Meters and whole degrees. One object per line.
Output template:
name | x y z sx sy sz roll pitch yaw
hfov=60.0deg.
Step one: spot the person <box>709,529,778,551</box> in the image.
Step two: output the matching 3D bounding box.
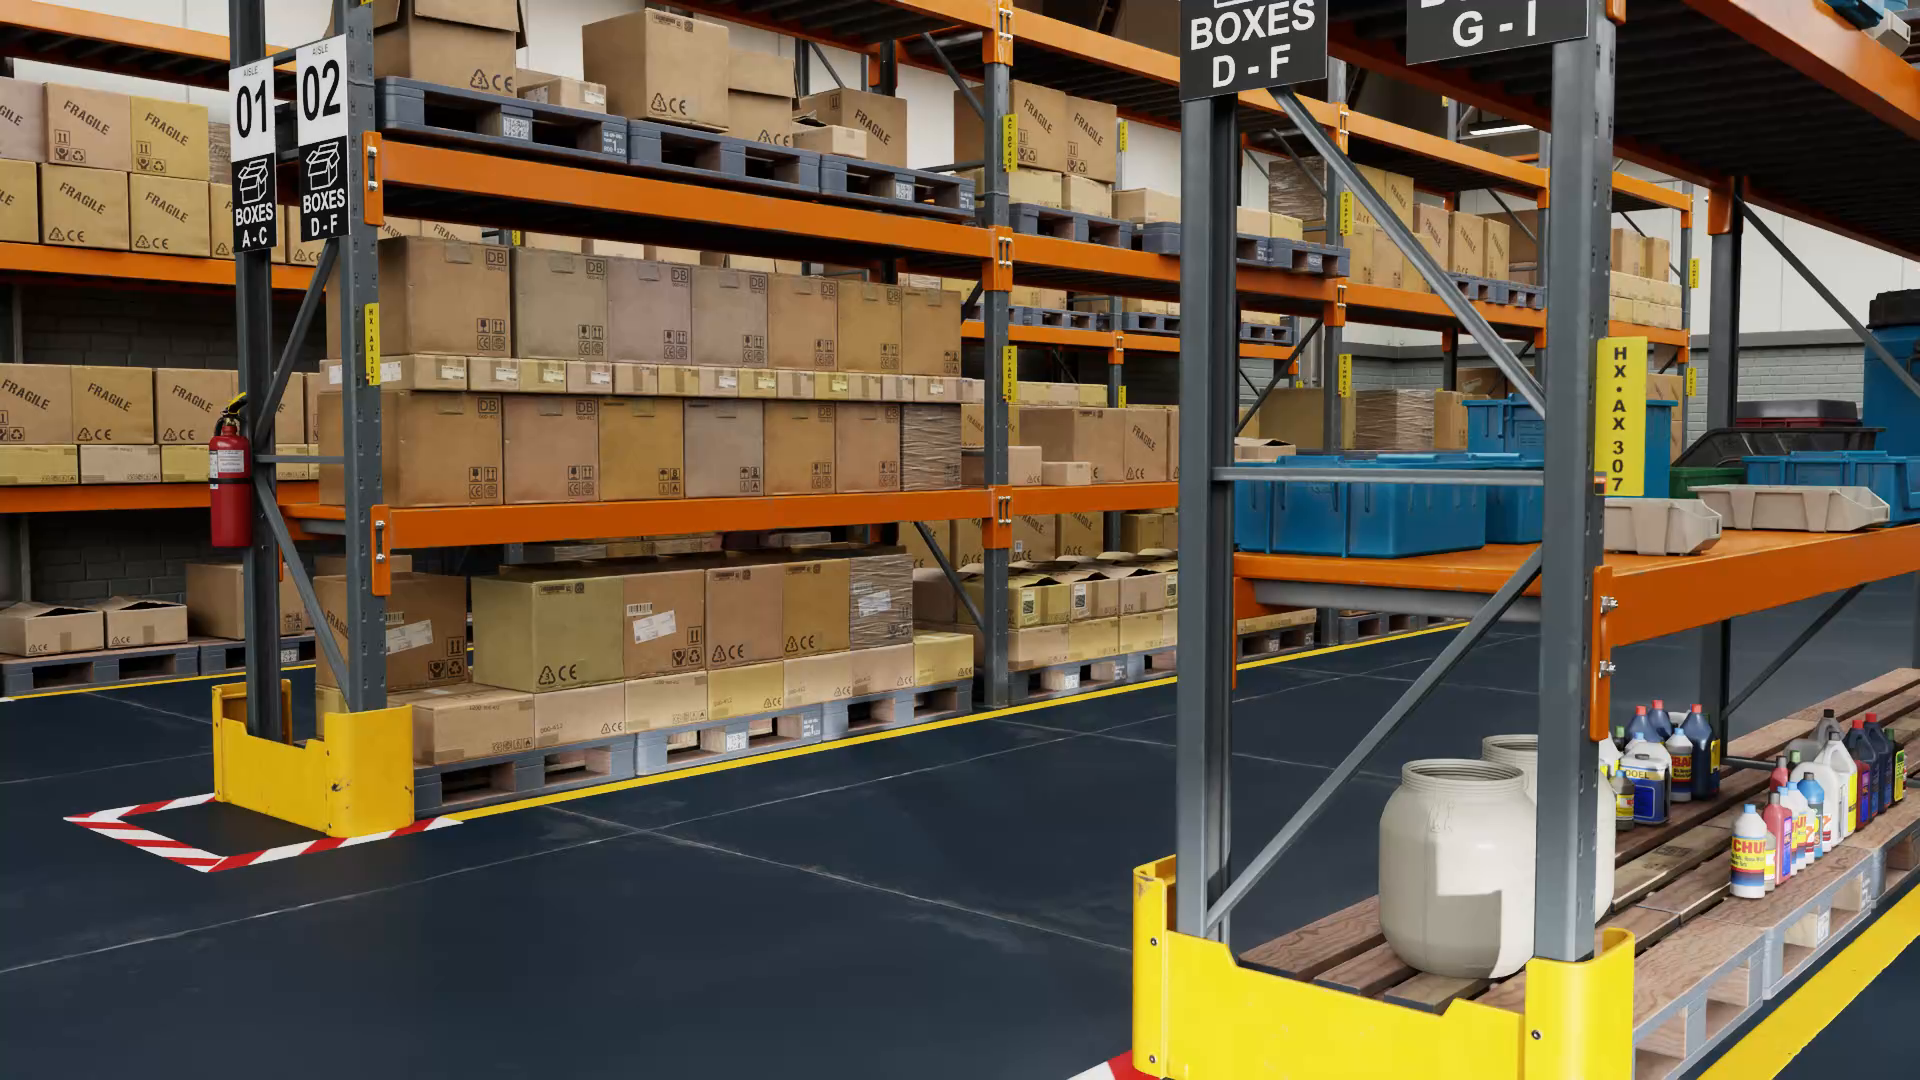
person | -1.633 -0.034 12.263 0.623 1.793 0.616 3 4 37
